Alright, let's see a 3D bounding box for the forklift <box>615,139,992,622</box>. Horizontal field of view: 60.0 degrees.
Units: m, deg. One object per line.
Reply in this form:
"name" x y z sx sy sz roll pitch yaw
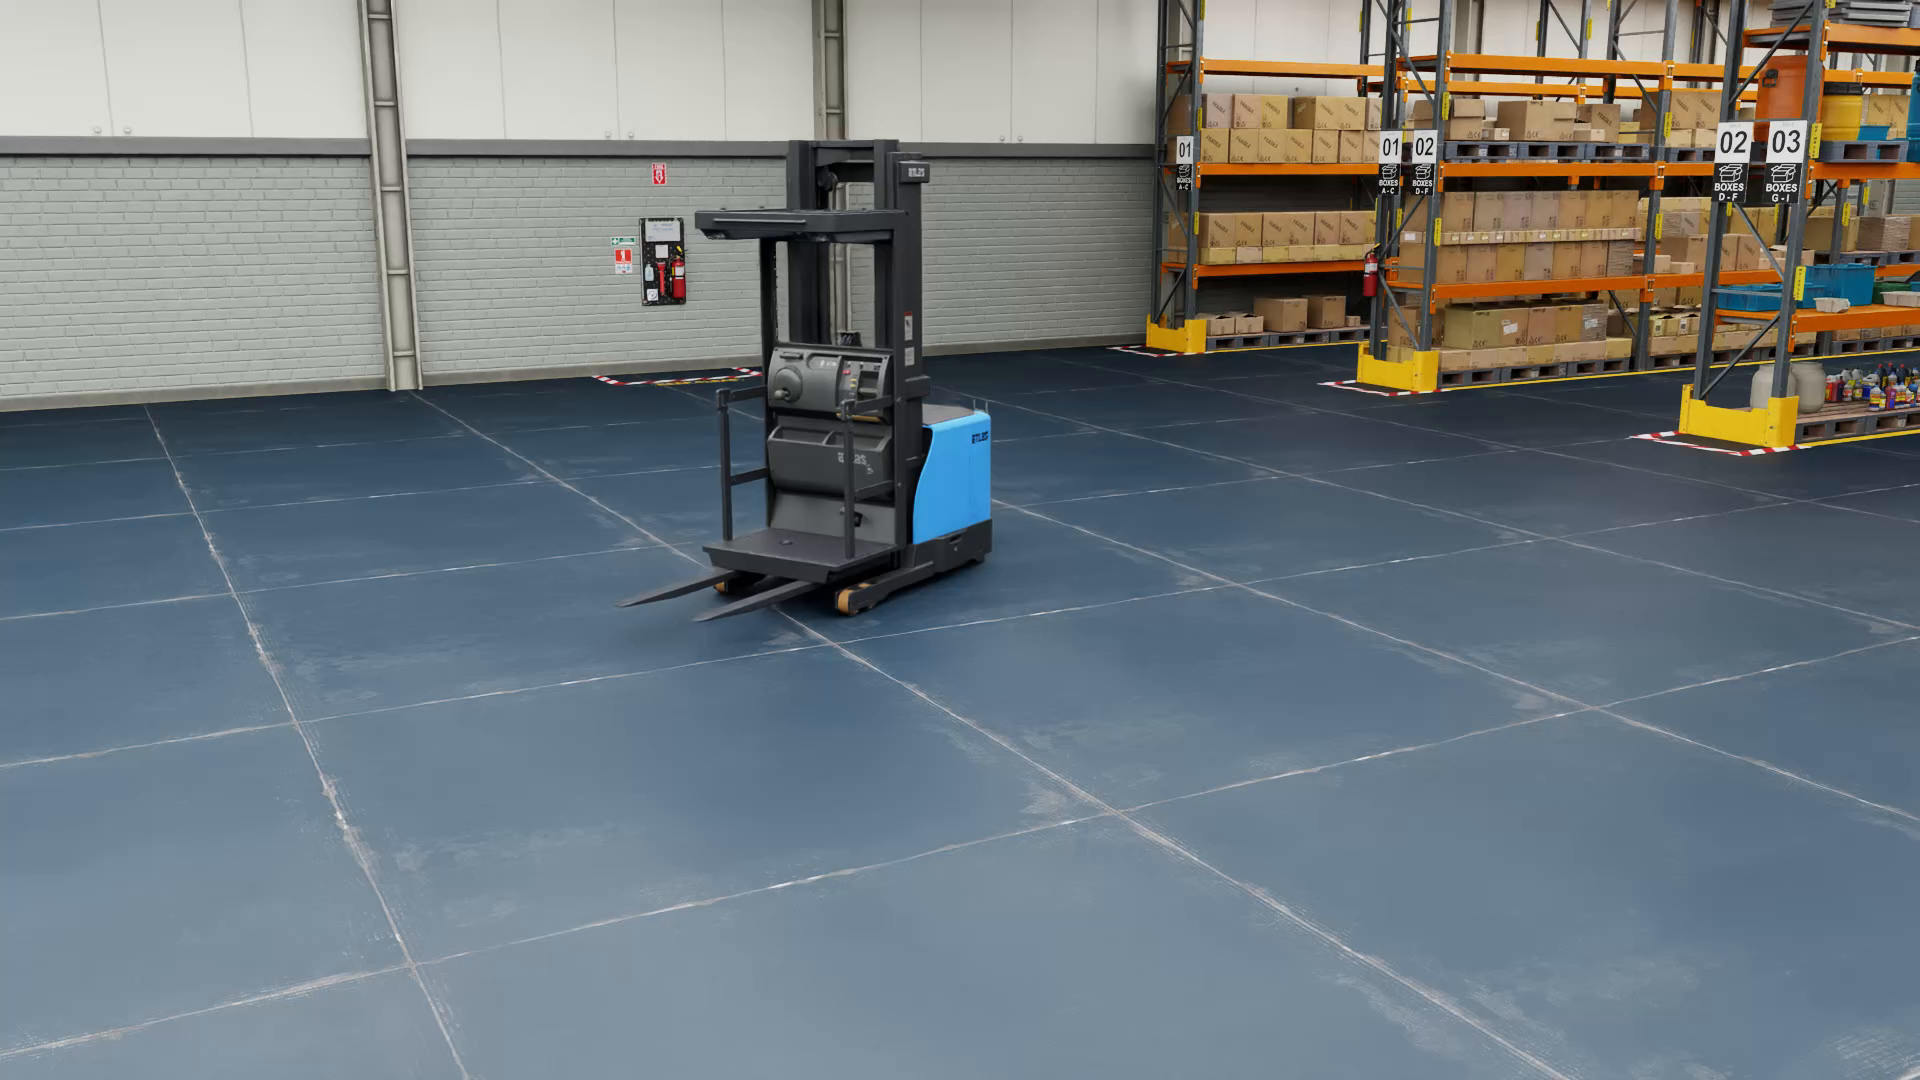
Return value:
"forklift" -0.972 -1.070 10.689 1.130 2.935 3.031 8 15 31

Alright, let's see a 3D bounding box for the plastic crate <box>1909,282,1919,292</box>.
"plastic crate" 10.683 -2.681 18.028 0.616 0.251 0.499 -7 14 -28

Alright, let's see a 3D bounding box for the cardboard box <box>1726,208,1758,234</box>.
"cardboard box" 14.284 -5.873 31.191 0.700 0.700 0.980 -7 14 -27

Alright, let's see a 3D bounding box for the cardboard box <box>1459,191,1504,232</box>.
"cardboard box" 6.565 -4.246 21.464 0.500 0.500 0.700 -7 15 -29

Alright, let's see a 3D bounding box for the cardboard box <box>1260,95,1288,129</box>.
"cardboard box" 4.630 -6.513 25.335 0.500 0.500 0.500 -6 14 -26

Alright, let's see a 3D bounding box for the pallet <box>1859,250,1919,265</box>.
"pallet" 14.370 -4.410 25.808 1.213 0.211 1.003 -7 14 -28

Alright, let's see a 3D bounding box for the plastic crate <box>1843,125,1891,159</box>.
"plastic crate" 9.543 -4.215 17.713 0.575 0.384 0.392 -7 14 -28

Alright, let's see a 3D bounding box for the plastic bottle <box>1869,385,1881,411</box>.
"plastic bottle" 9.754 -1.515 17.723 0.097 0.271 0.097 0 13 0

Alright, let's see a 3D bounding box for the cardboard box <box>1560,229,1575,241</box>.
"cardboard box" 7.903 -4.039 22.020 0.250 0.149 0.380 -6 14 -26

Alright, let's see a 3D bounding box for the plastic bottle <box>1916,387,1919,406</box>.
"plastic bottle" 10.410 -1.560 18.080 0.097 0.201 0.097 0 13 0

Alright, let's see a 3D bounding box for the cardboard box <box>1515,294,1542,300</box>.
"cardboard box" 9.682 -4.161 28.959 0.500 0.500 0.700 -7 14 -27

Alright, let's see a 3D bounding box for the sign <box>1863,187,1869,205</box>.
"sign" 17.558 -6.668 32.230 0.005 0.325 0.100 -7 14 -28

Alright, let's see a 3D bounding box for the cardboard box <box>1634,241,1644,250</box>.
"cardboard box" 12.030 -5.293 29.822 0.250 0.149 0.380 -7 14 -28

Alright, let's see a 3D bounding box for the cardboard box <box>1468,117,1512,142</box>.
"cardboard box" 7.016 -5.380 21.778 0.500 0.311 0.500 -5 14 -21

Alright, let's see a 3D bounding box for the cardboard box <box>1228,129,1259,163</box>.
"cardboard box" 4.169 -5.969 25.195 0.500 0.500 0.500 -6 14 -24

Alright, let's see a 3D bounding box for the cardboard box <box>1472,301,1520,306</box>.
"cardboard box" 7.282 -2.960 22.526 0.500 0.500 0.500 -7 14 -28

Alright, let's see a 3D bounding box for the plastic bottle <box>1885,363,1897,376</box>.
"plastic bottle" 10.617 -1.839 18.982 0.185 0.351 0.144 -6 14 -26

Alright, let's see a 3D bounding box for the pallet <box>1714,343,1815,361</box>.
"pallet" 11.924 -2.858 24.829 1.213 0.211 1.003 -7 14 -28

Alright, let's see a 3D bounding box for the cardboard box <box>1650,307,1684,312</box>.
"cardboard box" 10.265 -3.220 24.113 0.500 0.311 0.500 -7 14 -28

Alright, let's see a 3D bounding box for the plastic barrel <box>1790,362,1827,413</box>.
"plastic barrel" 8.995 -1.629 17.726 0.421 0.512 0.421 0 13 0

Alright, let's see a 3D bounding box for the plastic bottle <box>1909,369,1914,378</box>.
"plastic bottle" 10.816 -1.803 18.972 0.133 0.283 0.061 -7 14 -28

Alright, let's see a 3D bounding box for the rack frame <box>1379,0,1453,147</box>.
"rack frame" 5.644 -6.383 20.476 0.127 3.000 1.000 -7 14 -28

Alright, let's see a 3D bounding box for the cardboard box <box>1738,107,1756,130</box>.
"cardboard box" 14.560 -7.704 30.625 0.500 0.500 0.500 -7 14 -28

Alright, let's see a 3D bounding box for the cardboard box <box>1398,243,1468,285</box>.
"cardboard box" 6.059 -3.552 21.331 0.500 0.500 0.700 -7 14 -28

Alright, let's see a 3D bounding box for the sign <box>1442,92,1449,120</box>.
"sign" 5.904 -5.277 20.223 0.005 0.325 0.100 -7 14 -28

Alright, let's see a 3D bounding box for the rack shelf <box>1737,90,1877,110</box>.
"rack shelf" 15.555 -8.264 31.383 4.000 0.370 1.077 -7 14 -28

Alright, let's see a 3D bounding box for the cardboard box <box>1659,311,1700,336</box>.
"cardboard box" 10.079 -3.061 23.408 0.500 0.311 0.500 -7 14 -29

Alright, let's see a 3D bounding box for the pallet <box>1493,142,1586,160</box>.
"pallet" 7.349 -5.075 21.698 1.213 0.211 1.003 -7 14 -28

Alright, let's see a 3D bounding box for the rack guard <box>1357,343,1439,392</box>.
"rack guard" 5.623 -2.234 21.398 0.348 0.500 1.175 -7 14 -28

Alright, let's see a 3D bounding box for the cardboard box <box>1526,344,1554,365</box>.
"cardboard box" 7.538 -2.491 22.150 0.500 0.250 0.500 -7 14 -28

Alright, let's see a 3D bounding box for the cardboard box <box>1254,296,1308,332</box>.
"cardboard box" 5.085 -3.589 26.414 0.500 0.500 0.700 -8 15 -31

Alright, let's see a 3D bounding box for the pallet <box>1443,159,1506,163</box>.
"pallet" 8.279 -6.357 27.621 1.003 0.211 1.213 -7 14 -28

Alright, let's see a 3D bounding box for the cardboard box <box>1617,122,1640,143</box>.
"cardboard box" 11.619 -7.163 29.542 0.500 0.500 0.700 -6 14 -25

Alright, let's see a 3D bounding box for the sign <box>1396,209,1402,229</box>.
"sign" 7.044 -5.150 26.689 0.005 0.325 0.100 -7 14 -28

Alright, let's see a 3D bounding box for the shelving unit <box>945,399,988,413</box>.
"shelving unit" 0.047 -0.518 12.519 0.252 1.050 0.215 -7 14 -28

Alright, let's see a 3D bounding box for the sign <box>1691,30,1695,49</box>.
"sign" 13.555 -9.242 30.692 0.005 0.325 0.100 -7 14 -28

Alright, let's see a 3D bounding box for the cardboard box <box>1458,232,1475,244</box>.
"cardboard box" 6.322 -3.850 21.177 0.250 0.149 0.380 -7 15 -29

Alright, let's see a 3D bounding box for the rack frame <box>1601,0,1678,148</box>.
"rack frame" 9.155 -6.804 22.346 0.127 3.000 1.000 -7 14 -28

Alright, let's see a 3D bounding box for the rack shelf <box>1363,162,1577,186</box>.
"rack shelf" 8.533 -6.154 27.929 4.000 0.370 1.077 -7 14 -28

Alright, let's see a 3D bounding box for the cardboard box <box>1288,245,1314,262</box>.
"cardboard box" 5.191 -4.500 26.068 0.500 0.250 0.500 -7 14 -27

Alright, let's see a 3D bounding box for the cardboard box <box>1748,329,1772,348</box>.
"cardboard box" 11.427 -2.952 24.199 0.500 0.250 0.500 -6 14 -27

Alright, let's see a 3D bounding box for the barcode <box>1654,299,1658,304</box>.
"barcode" 9.578 -3.287 22.888 0.075 0.075 0.001 -7 14 -28

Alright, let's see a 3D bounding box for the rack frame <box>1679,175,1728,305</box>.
"rack frame" 13.800 -5.673 30.984 0.127 3.000 1.000 -7 14 -28

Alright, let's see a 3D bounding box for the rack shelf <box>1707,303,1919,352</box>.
"rack shelf" 9.769 -2.361 17.905 4.000 0.370 1.077 -7 14 -28

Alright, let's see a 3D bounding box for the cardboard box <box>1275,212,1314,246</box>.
"cardboard box" 5.172 -4.865 25.983 0.500 0.500 0.500 -6 14 -26

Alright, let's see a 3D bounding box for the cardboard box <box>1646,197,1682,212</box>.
"cardboard box" 12.611 -6.038 29.950 0.500 0.250 0.500 -7 14 -27

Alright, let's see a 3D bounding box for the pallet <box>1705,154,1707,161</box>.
"pallet" 13.019 -6.937 30.205 1.217 0.209 0.805 -8 15 -30

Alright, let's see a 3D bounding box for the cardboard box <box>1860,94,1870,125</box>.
"cardboard box" 13.051 -6.342 24.623 0.500 0.500 0.500 -7 14 -28

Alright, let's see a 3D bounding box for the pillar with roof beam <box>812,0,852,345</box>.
"pillar with roof beam" 0.263 -6.117 19.293 0.400 9.000 9.100 -7 14 -28

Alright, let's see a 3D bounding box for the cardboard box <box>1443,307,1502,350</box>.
"cardboard box" 6.659 -2.752 21.604 0.500 0.500 0.500 -7 14 -28

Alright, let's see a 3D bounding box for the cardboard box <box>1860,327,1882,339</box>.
"cardboard box" 13.659 -3.342 25.318 0.500 0.500 0.500 -7 15 -30

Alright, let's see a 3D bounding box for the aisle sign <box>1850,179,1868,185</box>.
"aisle sign" 17.517 -7.312 32.345 0.004 0.787 0.394 -7 14 -28

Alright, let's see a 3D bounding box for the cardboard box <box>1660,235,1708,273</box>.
"cardboard box" 10.299 -4.059 23.585 0.500 0.500 0.500 -6 14 -24

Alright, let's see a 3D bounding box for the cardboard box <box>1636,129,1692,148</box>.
"cardboard box" 9.700 -5.535 22.925 0.500 0.250 0.500 -5 14 -22
